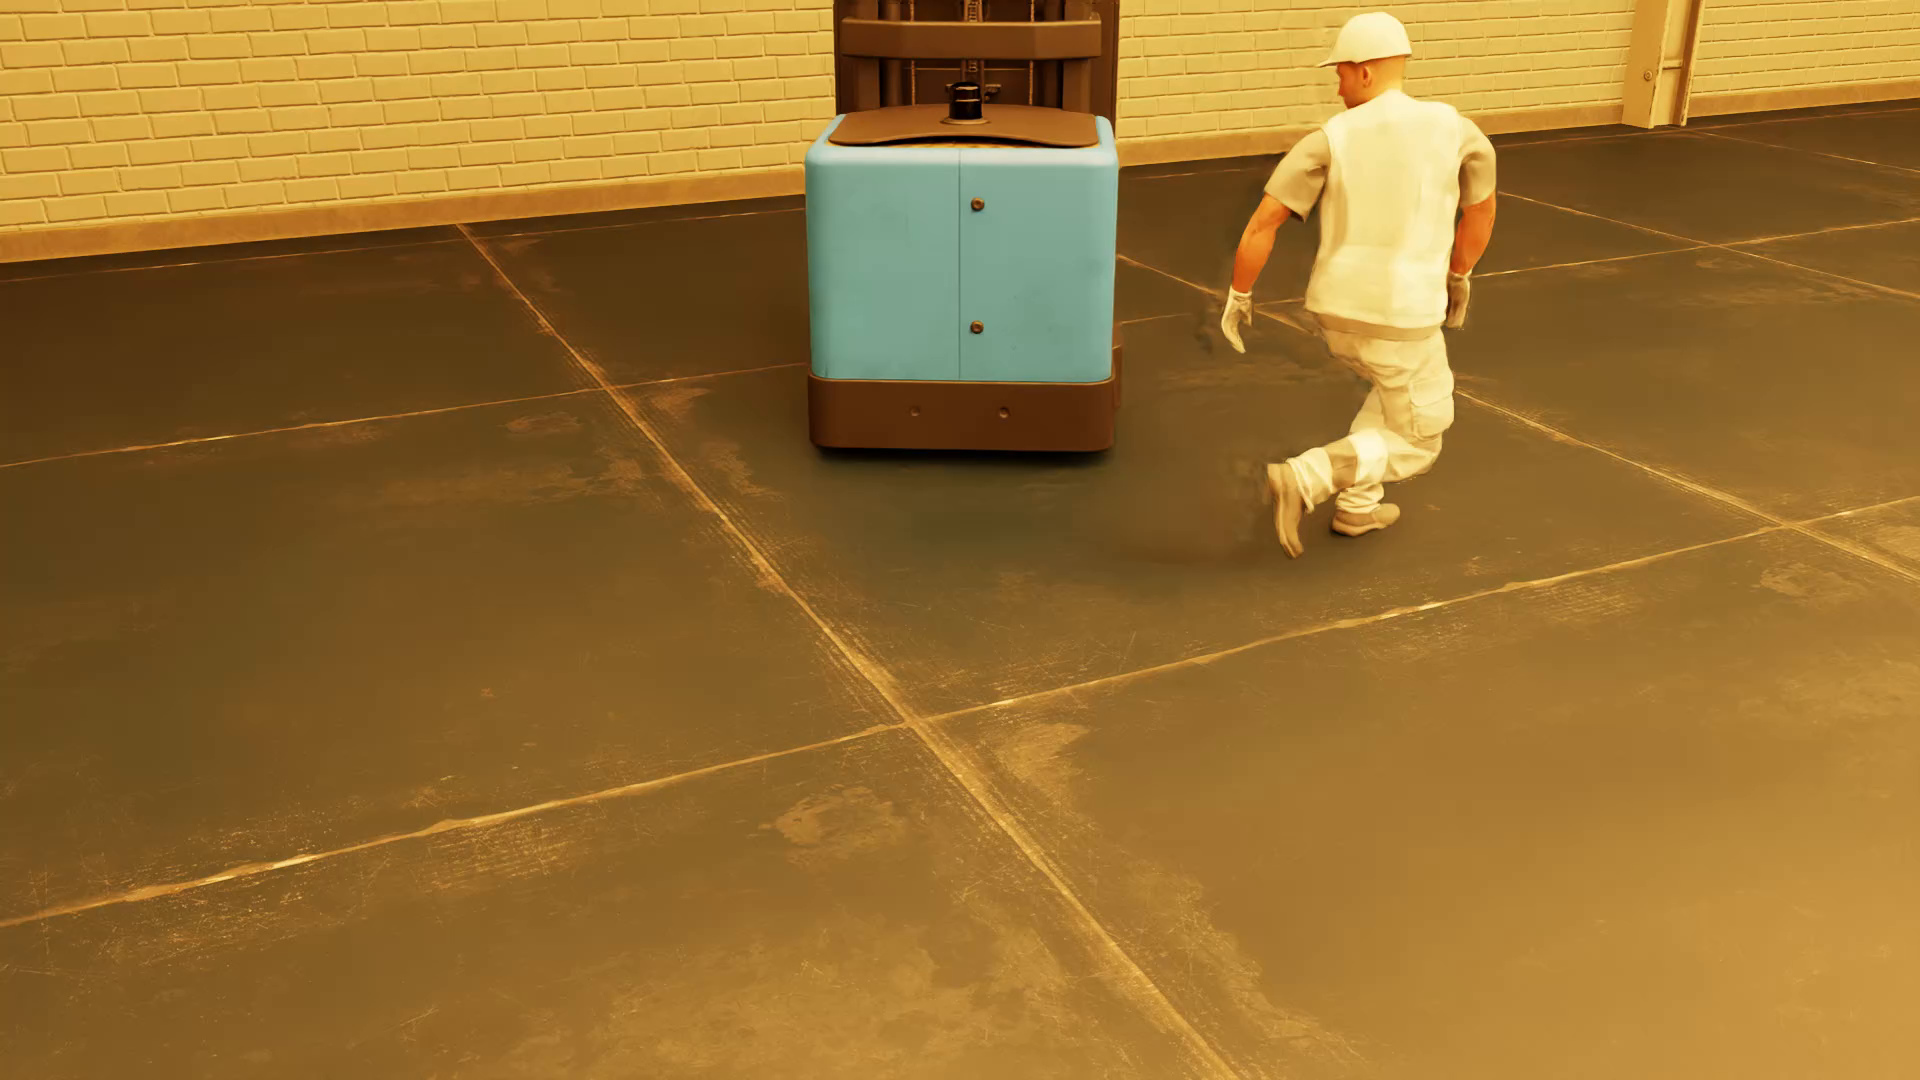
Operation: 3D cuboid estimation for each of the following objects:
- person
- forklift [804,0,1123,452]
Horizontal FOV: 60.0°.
[{"bbox_3d":[1.147,-0.728,4.889,0.662,1.553,0.841,17,28,35],"label":"person"},{"bbox_3d":[0.075,-2.173,6.518,1.130,2.935,3.031,1,23,3],"label":"forklift"}]
